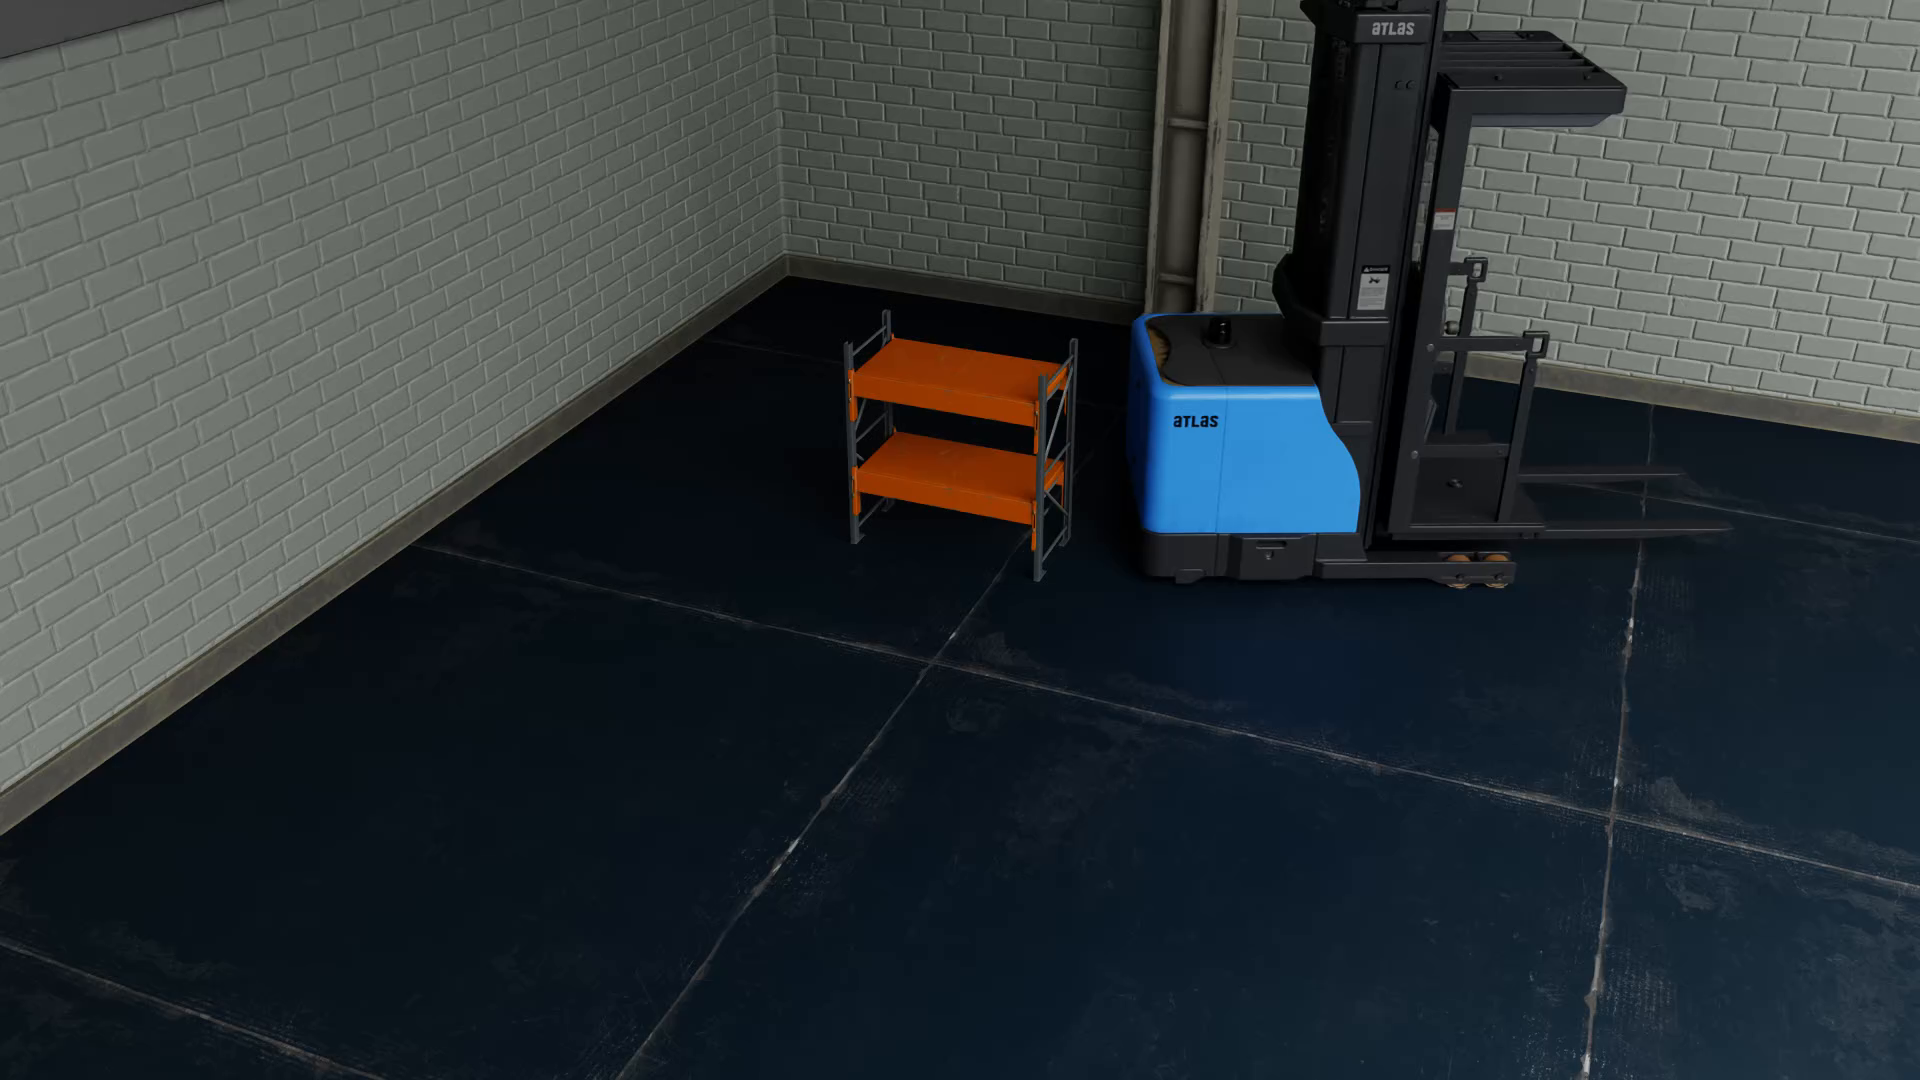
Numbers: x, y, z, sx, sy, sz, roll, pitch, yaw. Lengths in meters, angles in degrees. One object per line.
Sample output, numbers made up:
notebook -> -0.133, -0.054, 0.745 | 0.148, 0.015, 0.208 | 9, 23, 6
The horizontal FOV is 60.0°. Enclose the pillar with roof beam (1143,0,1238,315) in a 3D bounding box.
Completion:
pillar with roof beam -> -0.174, -3.290, 5.426 | 0.400, 9.000, 9.100 | 11, 31, 19

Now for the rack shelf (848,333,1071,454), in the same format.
rack shelf -> 0.006, -0.743, 8.327 | 1.000, 0.278, 0.538 | 11, 31, 19

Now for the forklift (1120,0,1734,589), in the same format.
forklift -> 2.397, -1.296, 8.064 | 3.031, 2.935, 1.130 | 0, 29, -1

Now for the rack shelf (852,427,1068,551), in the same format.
rack shelf -> 0.006, -0.276, 8.591 | 1.000, 0.278, 0.538 | 11, 31, 19

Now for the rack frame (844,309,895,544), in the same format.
rack frame -> -0.465, -0.582, 8.637 | 0.032, 1.125, 0.500 | 11, 31, 19

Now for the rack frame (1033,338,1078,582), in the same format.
rack frame -> 0.477, -0.394, 8.305 | 0.032, 1.125, 0.500 | 11, 31, 19

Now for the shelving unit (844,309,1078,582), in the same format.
shelving unit -> 0.006, -0.488, 8.471 | 1.048, 1.125, 0.538 | 11, 31, 19
